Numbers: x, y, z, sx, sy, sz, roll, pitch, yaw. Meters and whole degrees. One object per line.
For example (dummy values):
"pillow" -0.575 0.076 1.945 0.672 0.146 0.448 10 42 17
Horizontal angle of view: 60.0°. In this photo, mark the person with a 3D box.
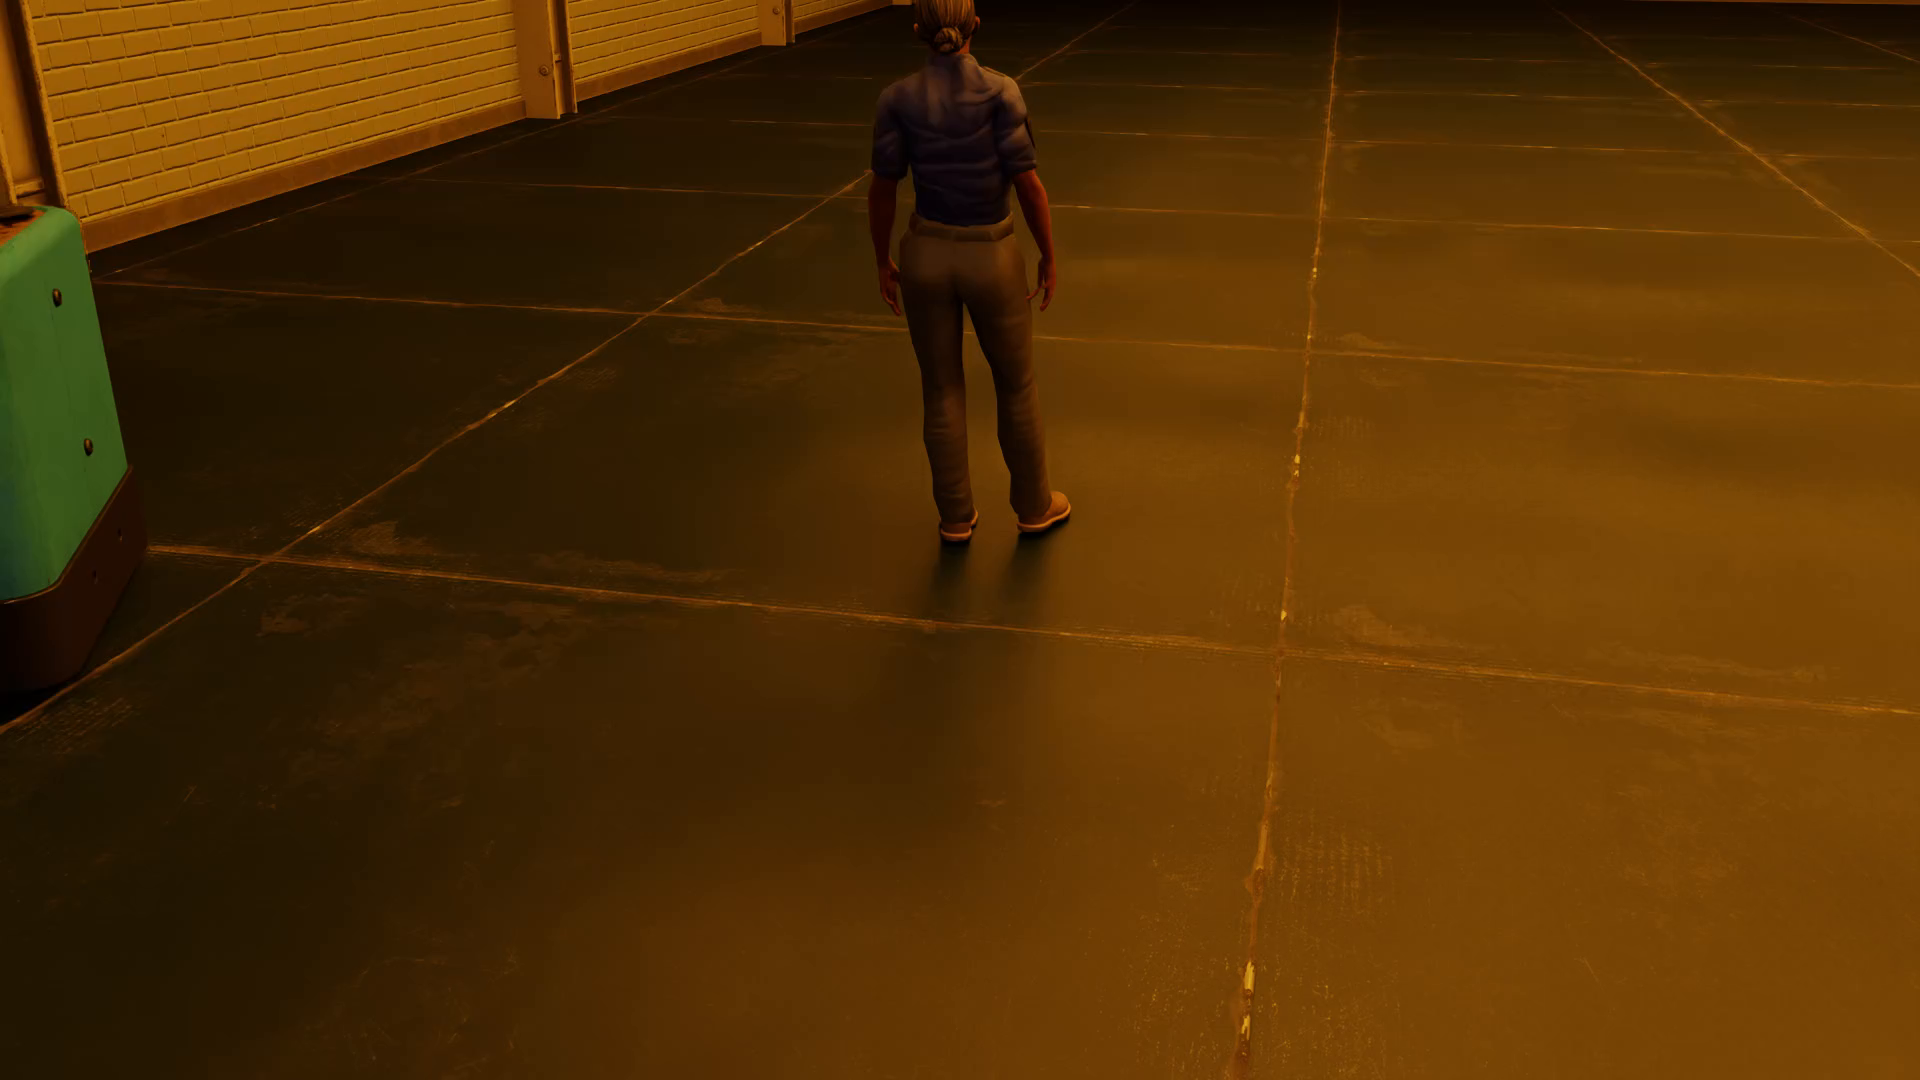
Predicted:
"person" 0.038 -0.803 4.909 0.570 1.656 0.503 5 23 11

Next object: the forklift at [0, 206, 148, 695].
"forklift" -3.773 -0.984 3.680 3.031 2.935 1.130 -5 23 -13
